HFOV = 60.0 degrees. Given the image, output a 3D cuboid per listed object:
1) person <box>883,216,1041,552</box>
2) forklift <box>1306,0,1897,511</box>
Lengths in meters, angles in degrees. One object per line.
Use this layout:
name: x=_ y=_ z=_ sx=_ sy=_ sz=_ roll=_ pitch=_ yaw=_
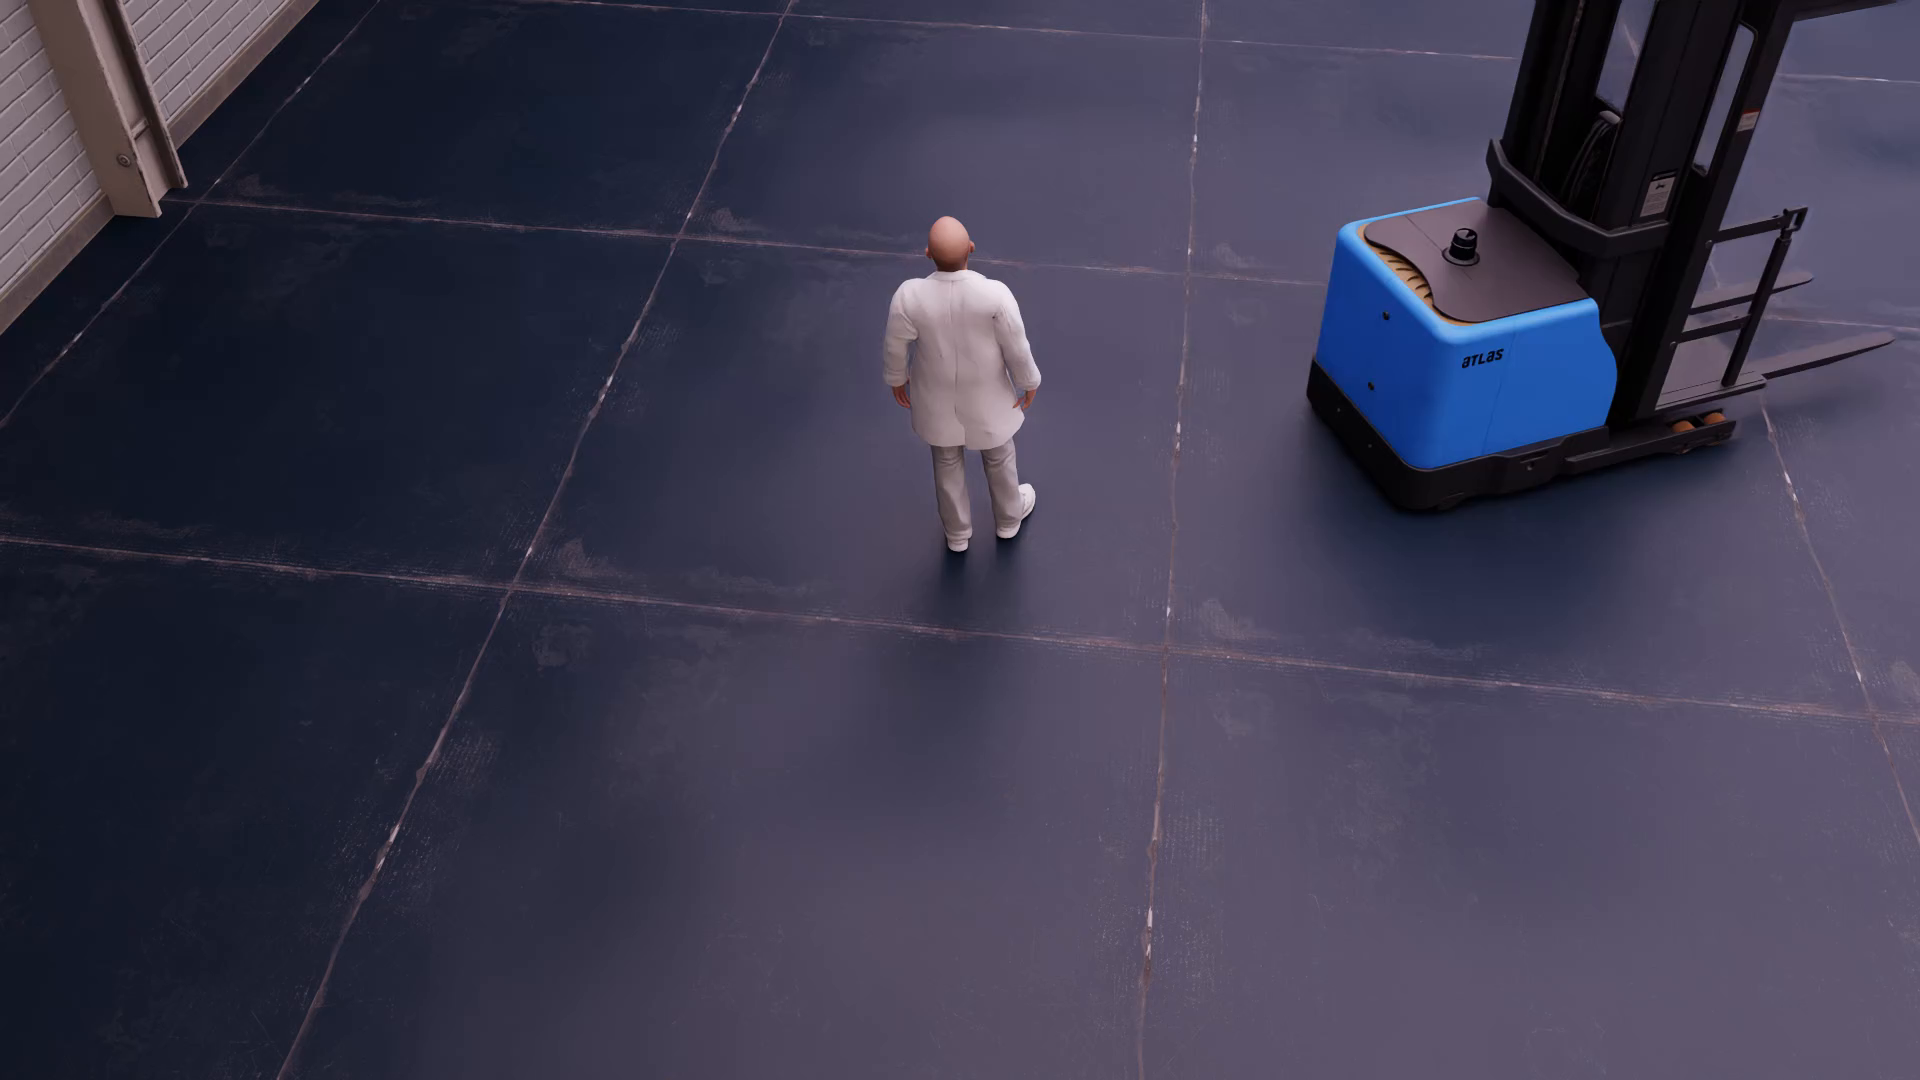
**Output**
person: x=0.016 y=-0.721 z=7.351 sx=0.698 sy=1.777 sz=0.578 roll=5 pitch=43 yaw=6
forklift: x=3.365 y=-1.834 z=7.720 sx=3.031 sy=2.935 sz=1.130 roll=-14 pitch=44 yaw=-15
